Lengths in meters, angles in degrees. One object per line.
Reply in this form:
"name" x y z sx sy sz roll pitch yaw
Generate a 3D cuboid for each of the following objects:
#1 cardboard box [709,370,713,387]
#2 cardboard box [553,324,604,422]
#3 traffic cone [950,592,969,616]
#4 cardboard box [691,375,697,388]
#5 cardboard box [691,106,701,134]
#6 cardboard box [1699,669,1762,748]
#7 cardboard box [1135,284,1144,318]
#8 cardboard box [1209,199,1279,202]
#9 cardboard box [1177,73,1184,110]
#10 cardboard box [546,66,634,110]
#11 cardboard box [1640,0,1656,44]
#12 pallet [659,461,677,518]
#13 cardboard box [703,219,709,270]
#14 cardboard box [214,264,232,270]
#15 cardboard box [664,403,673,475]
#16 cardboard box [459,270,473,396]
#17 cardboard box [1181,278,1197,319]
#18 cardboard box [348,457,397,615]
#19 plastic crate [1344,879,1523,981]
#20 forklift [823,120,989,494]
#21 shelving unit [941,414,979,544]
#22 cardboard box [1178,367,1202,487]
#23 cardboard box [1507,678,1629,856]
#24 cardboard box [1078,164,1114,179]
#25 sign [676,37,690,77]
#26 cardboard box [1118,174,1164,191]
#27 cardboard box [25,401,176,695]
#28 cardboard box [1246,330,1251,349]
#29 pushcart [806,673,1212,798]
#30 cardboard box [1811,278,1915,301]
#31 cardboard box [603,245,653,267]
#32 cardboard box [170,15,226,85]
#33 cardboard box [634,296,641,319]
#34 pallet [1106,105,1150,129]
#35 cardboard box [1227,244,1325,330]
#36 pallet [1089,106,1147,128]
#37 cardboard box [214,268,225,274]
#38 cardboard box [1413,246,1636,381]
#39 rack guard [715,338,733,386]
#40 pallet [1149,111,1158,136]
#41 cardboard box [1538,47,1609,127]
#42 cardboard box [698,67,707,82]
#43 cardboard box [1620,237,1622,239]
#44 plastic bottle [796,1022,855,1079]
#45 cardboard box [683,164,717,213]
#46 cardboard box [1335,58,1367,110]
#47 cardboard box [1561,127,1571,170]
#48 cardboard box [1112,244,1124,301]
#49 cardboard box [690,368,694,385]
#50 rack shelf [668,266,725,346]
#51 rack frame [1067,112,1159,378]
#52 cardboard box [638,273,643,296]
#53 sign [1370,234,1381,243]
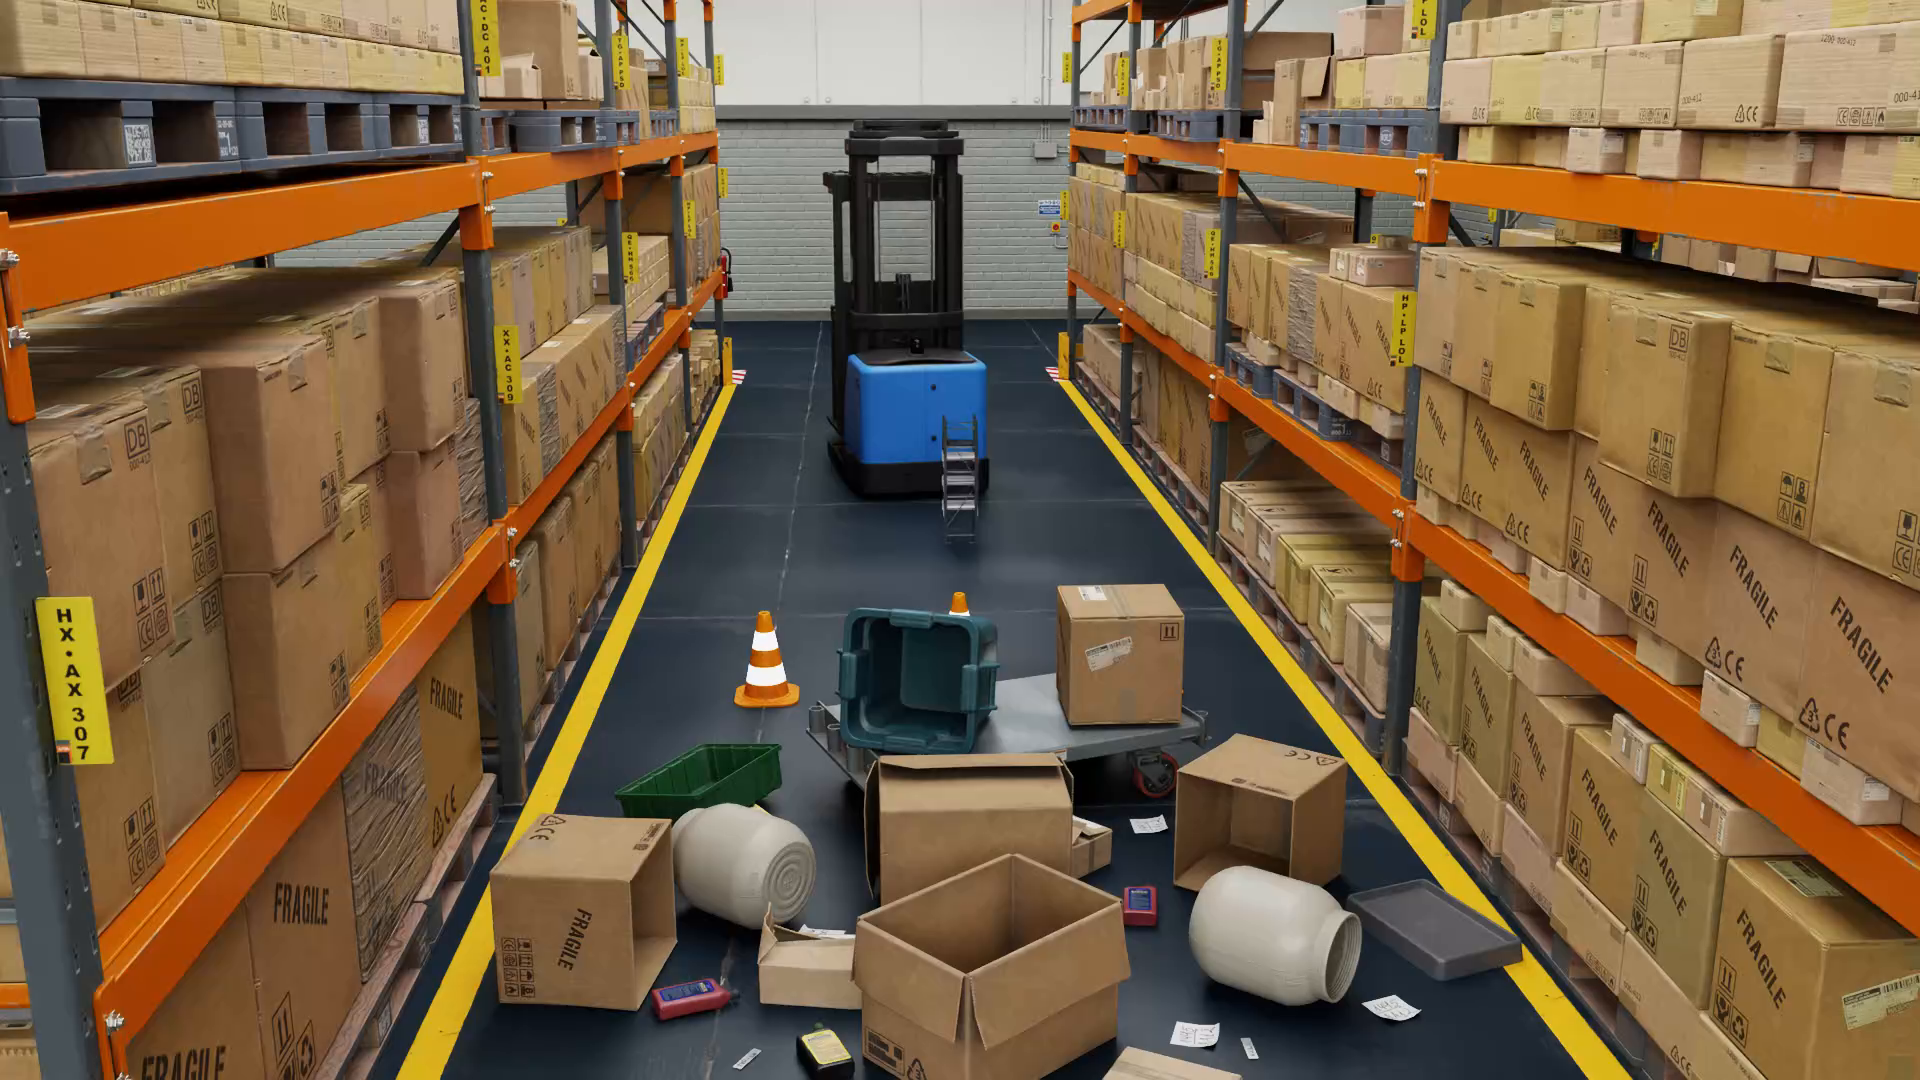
"cardboard box" -2.793 -1.693 17.466 0.380 0.149 0.250 -2 15 -6
"cardboard box" -2.336 -0.954 9.514 0.500 0.500 0.500 -1 14 -4
"traffic cone" -0.001 0.517 9.090 0.336 0.463 0.334 -1 14 -3
"cardboard box" -2.807 -1.576 16.413 0.380 0.149 0.250 0 14 -1
"cardboard box" -2.759 -4.010 15.874 0.500 0.250 0.500 0 14 -1
"cardboard box" 2.333 0.469 4.687 0.380 0.149 0.250 -1 14 -2
"cardboard box" 1.791 -2.043 14.249 0.500 0.250 0.500 -1 14 -5
"cardboard box" 2.323 -2.529 13.627 0.500 0.500 0.500 0 14 -2
"cardboard box" 1.807 -3.291 12.206 0.396 0.266 0.258 -1 14 -5
"cardboard box" -2.462 -2.909 11.092 0.500 0.500 0.500 -1 14 -3
"cardboard box" 2.362 -1.617 5.175 0.380 0.149 0.250 -1 14 -2
"pallet" -2.812 -0.408 13.190 1.003 0.211 1.213 -1 14 -3
"cardboard box" -2.815 -2.958 16.705 0.500 0.500 0.500 0 14 -1
"cardboard box" -7.788 -2.902 16.990 0.500 0.250 0.500 -1 14 -5
"cardboard box" -2.584 -0.814 13.344 0.500 0.500 0.500 -1 14 -5
"cardboard box" -2.482 -0.923 7.387 0.700 0.500 0.500 -1 14 -4
"cardboard box" 1.922 -1.777 12.210 0.500 0.250 0.500 -1 14 -5
"cardboard box" -2.437 0.024 5.610 0.875 0.550 0.550 -1 14 -3
"plastic crate" 1.768 1.449 6.236 0.402 0.080 0.583 -6 16 -23
"forklift" -0.569 -2.106 14.330 1.130 2.935 3.031 -3 15 -11
"shelving unit" 0.000 -0.438 11.922 0.258 0.900 0.210 -1 14 -3
"cardboard box" 2.231 -0.933 13.053 0.875 0.875 0.875 -1 14 -3
"cardboard box" 2.332 0.809 6.031 0.500 0.500 0.500 0 14 -1
"cardboard box" 1.481 -3.977 17.953 0.380 0.149 0.250 0 14 -2
"sign" -2.387 -4.160 14.327 0.100 0.325 0.005 -1 14 -3
"cardboard box" 1.657 -3.277 15.232 0.380 0.149 0.250 -1 14 -5
"cardboard box" -2.181 0.039 3.386 0.875 0.550 0.550 -1 14 -3
"cardboard box" 2.060 -1.291 10.684 0.380 0.149 0.250 -2 15 -7
"pushcart" 0.217 0.949 7.581 1.648 0.377 0.936 -6 16 -23
"cardboard box" 6.807 -1.829 12.574 0.500 0.250 0.500 -2 15 -6
"cardboard box" -2.661 -2.272 13.305 0.380 0.149 0.250 -1 14 -5
"cardboard box" -1.946 -1.134 3.855 0.380 0.149 0.250 -1 14 -3
"cardboard box" -2.590 -1.725 12.372 0.380 0.149 0.250 0 14 -2
"pallet" 1.953 -3.972 15.601 1.003 0.211 1.213 -1 14 -3
"cardboard box" 2.038 -1.644 10.755 0.500 0.500 0.500 -1 14 -5
"pallet" 1.881 -4.274 16.777 1.003 0.211 1.213 -1 14 -3
"cardboard box" -7.713 -2.676 16.913 0.380 0.149 0.250 -1 14 -3
"cardboard box" 2.300 -0.932 6.827 0.700 0.500 0.500 -1 14 -4
"rack guard" -3.184 -2.022 18.882 1.175 0.500 0.348 -1 14 -3
"pallet" 2.100 -3.491 13.939 0.805 0.209 1.217 -1 15 -6
"cardboard box" 2.303 -1.526 5.622 0.500 0.250 0.500 -1 14 -3
"cardboard box" -2.816 -4.798 17.132 0.380 0.149 0.250 -1 14 -3
"cardboard box" 7.050 -3.140 17.915 0.500 0.250 0.500 0 14 -2
"plastic bottle" -0.453 1.666 5.429 0.133 0.061 0.283 -6 16 -23
"cardboard box" -2.912 -3.818 18.042 0.500 0.500 0.500 -1 14 -5
"cardboard box" 2.252 -2.348 8.570 0.500 0.250 0.500 -1 14 -3
"cardboard box" 2.331 -1.363 5.788 0.380 0.149 0.250 -1 14 -5
"cardboard box" 1.710 -2.518 15.592 0.500 0.500 0.500 -1 14 -3
"cardboard box" -2.713 -1.526 15.621 0.380 0.149 0.250 0 14 -1
"rack shelf" -3.064 -2.406 16.800 1.077 0.370 4.000 -1 14 -3
"rack frame" 1.746 -3.353 19.038 1.000 3.000 0.127 -1 14 -3
"cardboard box" -2.603 -1.931 12.577 0.380 0.149 0.250 -1 14 -4
"sign" 2.783 -1.896 11.213 0.100 0.325 0.005 -1 14 -3
